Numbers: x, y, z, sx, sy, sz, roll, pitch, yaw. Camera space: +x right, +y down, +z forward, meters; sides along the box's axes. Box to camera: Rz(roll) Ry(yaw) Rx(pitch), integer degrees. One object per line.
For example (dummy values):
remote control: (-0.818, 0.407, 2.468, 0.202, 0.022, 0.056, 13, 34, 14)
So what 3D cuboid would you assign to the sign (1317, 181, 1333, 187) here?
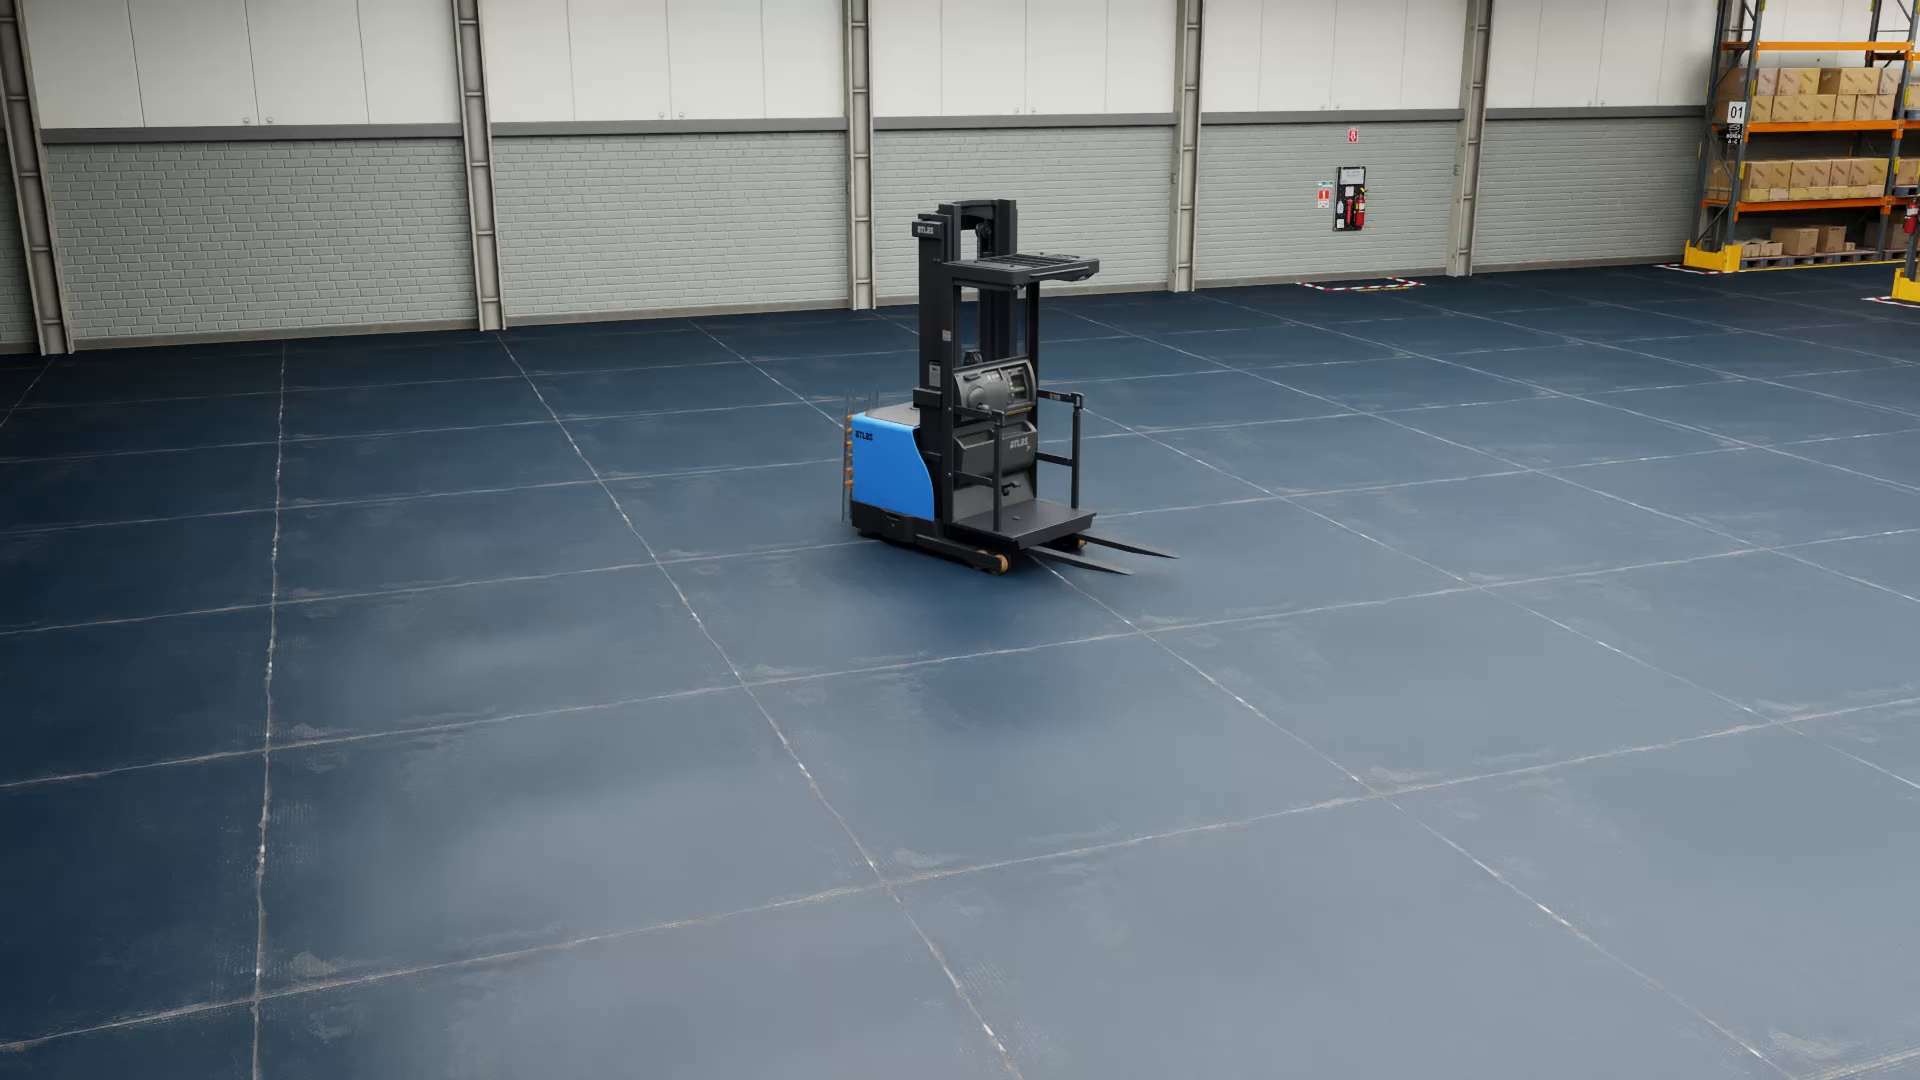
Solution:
sign: (6.698, -6.528, 30.501, 0.331, 0.109, 0.001, -6, 17, -20)

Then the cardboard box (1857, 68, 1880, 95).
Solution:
cardboard box: (17.677, -9.033, 32.723, 0.500, 0.500, 0.500, -5, 17, -17)

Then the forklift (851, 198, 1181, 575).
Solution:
forklift: (0.452, -1.286, 13.774, 3.031, 2.935, 1.130, 15, 22, 41)

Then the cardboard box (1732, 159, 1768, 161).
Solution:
cardboard box: (15.661, -7.282, 32.972, 0.500, 0.500, 0.500, -6, 17, -19)

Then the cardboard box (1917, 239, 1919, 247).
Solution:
cardboard box: (19.704, -6.392, 34.697, 0.500, 0.500, 0.700, -7, 18, -21)

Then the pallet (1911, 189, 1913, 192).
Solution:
pallet: (20.460, -7.337, 34.601, 1.213, 0.211, 1.003, -6, 17, -20)

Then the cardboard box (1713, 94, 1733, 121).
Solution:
cardboard box: (15.122, -8.439, 32.474, 0.500, 0.500, 0.500, -5, 17, -16)

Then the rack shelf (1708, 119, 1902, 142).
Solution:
rack shelf: (16.691, -8.129, 32.909, 4.000, 0.370, 1.077, -6, 17, -20)

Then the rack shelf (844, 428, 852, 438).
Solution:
rack shelf: (-0.893, -0.946, 14.966, 0.258, 0.103, 0.180, 6, 13, 17)

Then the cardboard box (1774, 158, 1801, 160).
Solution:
cardboard box: (16.612, -7.386, 33.327, 0.500, 0.500, 0.500, -6, 17, -19)

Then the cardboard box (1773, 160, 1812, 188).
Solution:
cardboard box: (16.326, -7.197, 32.683, 0.500, 0.500, 0.500, -7, 18, -22)

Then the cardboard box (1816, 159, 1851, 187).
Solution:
cardboard box: (17.289, -7.305, 33.050, 0.500, 0.500, 0.500, -7, 18, -22)

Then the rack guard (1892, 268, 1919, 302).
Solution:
rack guard: (16.577, -4.328, 28.450, 0.348, 0.500, 1.175, -6, 17, -20)

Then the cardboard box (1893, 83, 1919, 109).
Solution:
cardboard box: (19.098, -8.959, 33.537, 0.500, 0.500, 0.500, -4, 17, -12)

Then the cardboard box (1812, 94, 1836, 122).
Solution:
cardboard box: (16.715, -8.456, 32.532, 0.500, 0.500, 0.500, -5, 17, -17)

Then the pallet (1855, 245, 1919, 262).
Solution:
pallet: (19.285, -5.977, 34.578, 1.213, 0.211, 1.003, -6, 17, -20)

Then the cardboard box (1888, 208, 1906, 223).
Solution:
cardboard box: (19.650, -6.732, 34.523, 0.500, 0.250, 0.500, -7, 18, -21)

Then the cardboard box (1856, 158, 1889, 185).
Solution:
cardboard box: (18.228, -7.405, 33.390, 0.500, 0.500, 0.500, -6, 17, -20)

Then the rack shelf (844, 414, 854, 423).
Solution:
rack shelf: (-0.887, -1.063, 14.941, 0.258, 0.103, 0.180, 6, 13, 17)

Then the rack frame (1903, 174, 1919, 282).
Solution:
rack frame: (16.599, -5.530, 28.106, 0.127, 3.000, 1.000, -6, 17, -20)

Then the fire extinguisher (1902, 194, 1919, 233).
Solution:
fire extinguisher: (16.323, -5.603, 28.493, 0.183, 0.674, 0.296, -6, 17, -20)

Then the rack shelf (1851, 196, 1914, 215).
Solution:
rack shelf: (20.426, -7.093, 34.705, 4.000, 0.370, 1.077, -6, 17, -20)

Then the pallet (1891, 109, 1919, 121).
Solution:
pallet: (19.173, -8.620, 33.637, 1.003, 0.211, 1.213, -6, 17, -20)

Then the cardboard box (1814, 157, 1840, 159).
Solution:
cardboard box: (17.560, -7.490, 33.681, 0.500, 0.500, 0.500, -6, 17, -20)

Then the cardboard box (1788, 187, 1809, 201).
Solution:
cardboard box: (16.350, -6.842, 32.805, 0.500, 0.250, 0.500, -6, 18, -21)

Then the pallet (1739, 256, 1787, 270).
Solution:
pallet: (15.665, -5.575, 33.210, 1.213, 0.211, 1.003, -6, 17, -20)

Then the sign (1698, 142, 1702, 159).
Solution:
sign: (14.643, -7.688, 32.840, 0.005, 0.325, 0.100, -6, 17, -20)

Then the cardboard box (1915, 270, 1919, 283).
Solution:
cardboard box: (16.994, -4.544, 28.883, 0.500, 0.250, 0.500, -6, 17, -20)

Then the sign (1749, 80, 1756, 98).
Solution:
sign: (15.017, -8.549, 31.512, 0.005, 0.325, 0.100, -6, 17, -20)

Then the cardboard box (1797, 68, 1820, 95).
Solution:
cardboard box: (16.231, -8.876, 32.191, 0.500, 0.500, 0.500, -6, 17, -19)

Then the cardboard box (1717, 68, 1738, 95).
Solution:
cardboard box: (15.132, -8.922, 32.345, 0.500, 0.500, 0.500, -5, 17, -18)

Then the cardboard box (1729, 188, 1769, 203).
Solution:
cardboard box: (15.392, -6.736, 32.445, 0.500, 0.250, 0.500, -7, 18, -22)

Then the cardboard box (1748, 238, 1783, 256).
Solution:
cardboard box: (16.034, -5.858, 33.213, 0.500, 0.311, 0.500, -5, 17, -15)

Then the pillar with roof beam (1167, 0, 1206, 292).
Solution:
pillar with roof beam: (5.502, -7.667, 24.736, 0.400, 9.000, 9.100, -6, 17, -20)

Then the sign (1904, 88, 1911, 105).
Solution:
sign: (18.760, -8.782, 32.938, 0.005, 0.325, 0.100, -6, 17, -20)

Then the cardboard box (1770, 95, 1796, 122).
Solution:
cardboard box: (15.739, -8.343, 32.147, 0.500, 0.500, 0.500, -5, 17, -16)

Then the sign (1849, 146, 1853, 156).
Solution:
sign: (18.356, -7.938, 34.250, 0.005, 0.325, 0.100, -6, 17, -20)

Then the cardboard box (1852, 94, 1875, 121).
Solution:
cardboard box: (17.698, -8.570, 32.920, 0.500, 0.500, 0.500, -8, 18, -25)

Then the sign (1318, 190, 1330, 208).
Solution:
sign: (6.690, -6.276, 30.582, 0.234, 0.329, 0.001, -6, 17, -20)

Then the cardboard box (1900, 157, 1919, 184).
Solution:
cardboard box: (19.570, -7.592, 34.170, 0.500, 0.500, 0.700, -4, 17, -14)

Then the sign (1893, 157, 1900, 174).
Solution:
sign: (18.760, -7.510, 33.311, 0.005, 0.325, 0.100, -6, 17, -20)

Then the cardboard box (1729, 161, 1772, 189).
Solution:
cardboard box: (15.377, -7.100, 32.351, 0.500, 0.500, 0.500, -6, 17, -20)

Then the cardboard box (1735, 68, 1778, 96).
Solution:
cardboard box: (15.270, -8.785, 31.878, 0.500, 0.500, 0.500, -8, 18, -24)

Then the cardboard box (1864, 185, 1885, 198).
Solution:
cardboard box: (18.225, -7.047, 33.501, 0.500, 0.250, 0.500, -6, 17, -20)

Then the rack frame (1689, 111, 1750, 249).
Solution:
rack frame: (14.823, -6.833, 32.543, 0.127, 3.000, 1.000, -6, 17, -20)

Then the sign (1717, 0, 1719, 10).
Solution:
sign: (14.644, -10.384, 32.048, 0.005, 0.325, 0.100, -6, 17, -20)

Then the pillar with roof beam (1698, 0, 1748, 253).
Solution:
pillar with roof beam: (16.708, -8.877, 28.856, 0.400, 9.000, 9.100, -6, 17, -20)

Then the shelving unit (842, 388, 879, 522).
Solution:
shelving unit: (-0.902, -0.755, 15.007, 0.258, 1.200, 0.189, 6, 13, 17)

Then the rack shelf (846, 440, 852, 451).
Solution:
rack shelf: (-0.899, -0.829, 14.991, 0.258, 0.103, 0.180, 6, 13, 17)

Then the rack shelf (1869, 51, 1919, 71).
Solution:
rack shelf: (20.426, -9.779, 33.916, 4.000, 0.370, 1.077, -6, 17, -20)

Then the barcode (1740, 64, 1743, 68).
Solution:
barcode: (15.307, -9.291, 32.573, 0.075, 0.075, 0.001, -6, 17, -20)

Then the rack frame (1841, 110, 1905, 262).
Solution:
rack frame: (18.558, -7.236, 33.917, 0.127, 3.000, 1.000, -6, 17, -20)

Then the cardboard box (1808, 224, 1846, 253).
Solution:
cardboard box: (17.604, -6.133, 33.815, 0.500, 0.500, 0.500, -8, 18, -24)

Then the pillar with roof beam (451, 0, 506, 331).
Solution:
pillar with roof beam: (-5.703, -6.457, 20.617, 0.400, 9.000, 9.100, -6, 17, -20)

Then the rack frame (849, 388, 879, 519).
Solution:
rack frame: (-0.875, -0.772, 15.092, 0.240, 1.200, 0.006, 6, 13, 17)

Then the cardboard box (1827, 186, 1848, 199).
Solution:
cardboard box: (17.292, -6.944, 33.151, 0.500, 0.250, 0.500, -6, 17, -20)
